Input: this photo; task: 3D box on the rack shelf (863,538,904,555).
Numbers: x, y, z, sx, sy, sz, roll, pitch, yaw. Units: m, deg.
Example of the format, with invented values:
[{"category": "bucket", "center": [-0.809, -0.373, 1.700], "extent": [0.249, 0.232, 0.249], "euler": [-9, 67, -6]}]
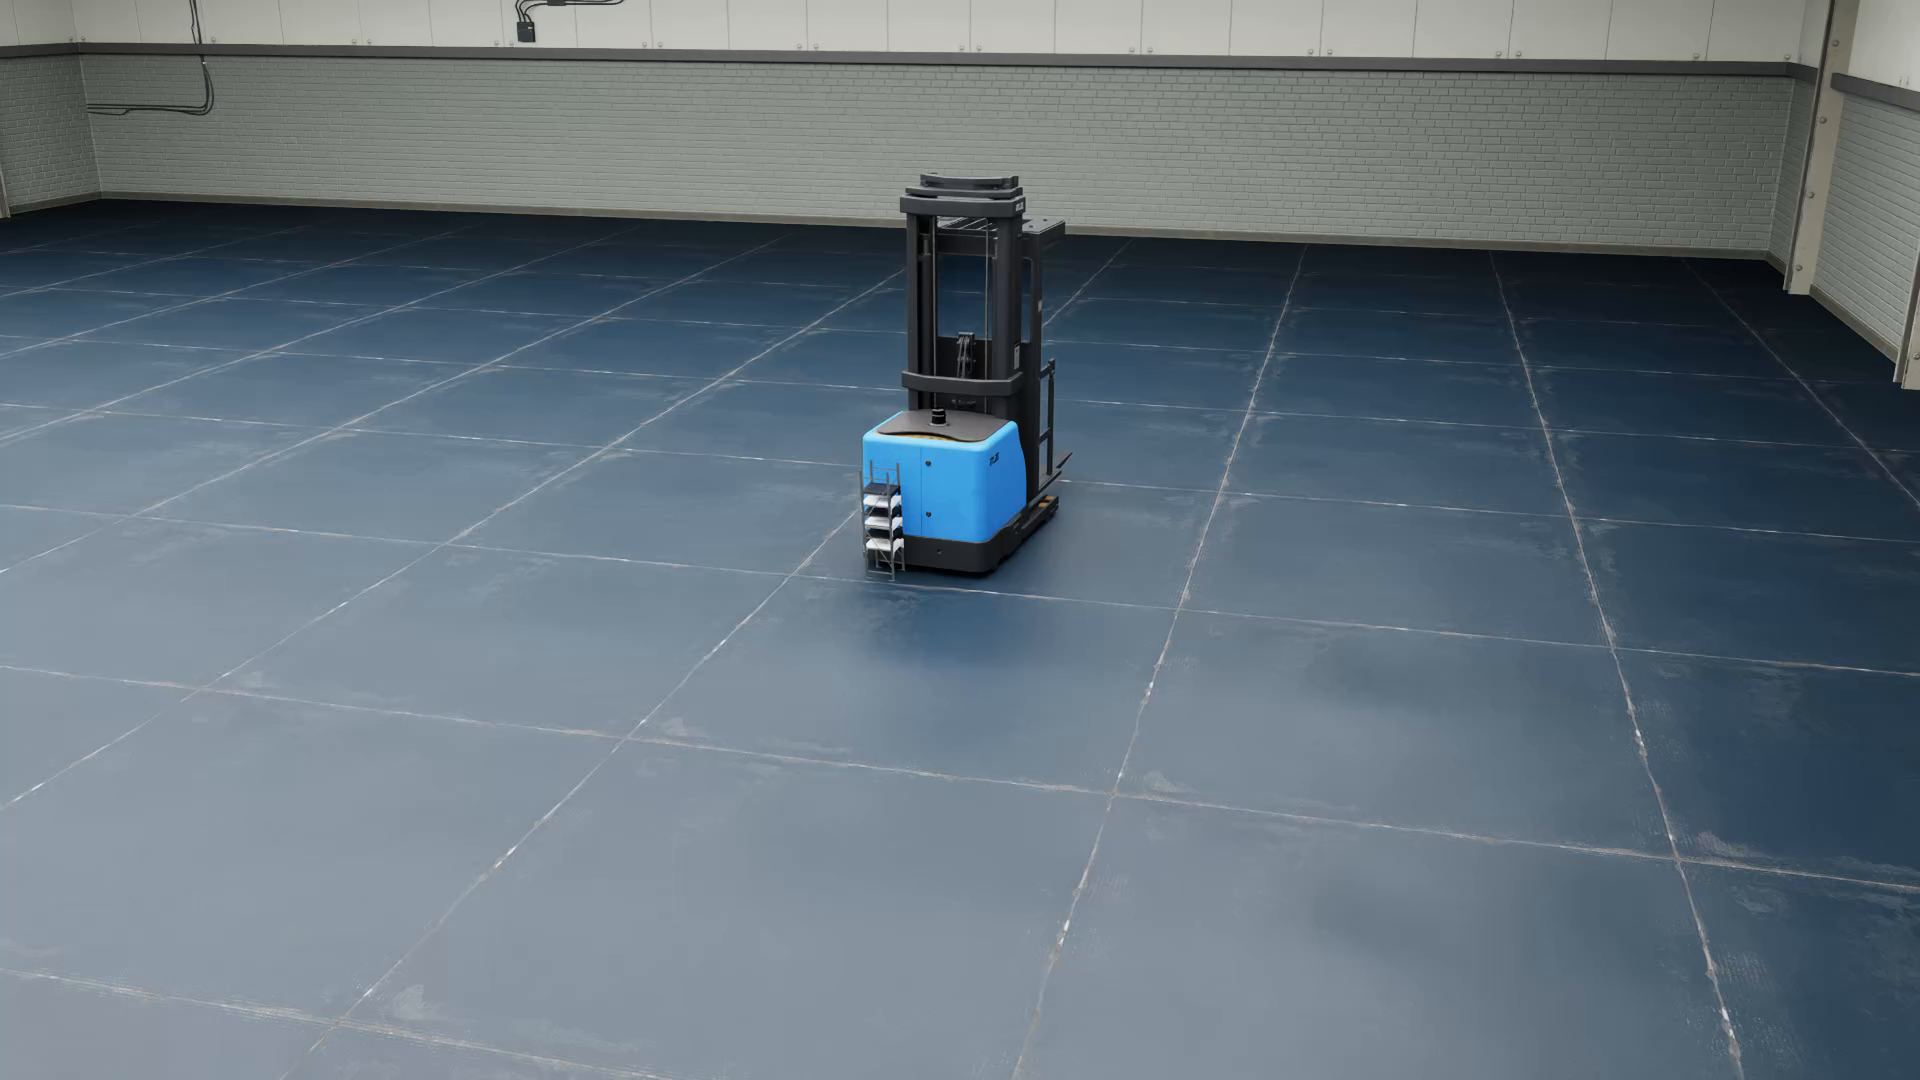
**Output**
[{"category": "rack shelf", "center": [-0.586, 0.049, 12.780], "extent": [0.258, 0.077, 0.200], "euler": [7, 26, 19]}]

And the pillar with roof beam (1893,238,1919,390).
[{"category": "pillar with roof beam", "center": [6.594, -6.344, 18.339], "extent": [9.100, 9.000, 0.400], "euler": [5, 19, 13]}]

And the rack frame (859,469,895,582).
[{"category": "rack frame", "center": [-0.628, -0.104, 12.605], "extent": [0.240, 0.900, 0.006], "euler": [7, 26, 19]}]

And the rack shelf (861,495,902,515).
[{"category": "rack shelf", "center": [-0.598, -0.278, 12.632], "extent": [0.258, 0.077, 0.200], "euler": [7, 26, 19]}]

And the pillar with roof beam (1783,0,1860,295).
[{"category": "pillar with roof beam", "center": [8.060, -8.225, 23.845], "extent": [9.100, 9.000, 0.400], "euler": [5, 19, 13]}]

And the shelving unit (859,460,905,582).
[{"category": "shelving unit", "center": [-0.593, -0.145, 12.692], "extent": [0.258, 0.900, 0.210], "euler": [7, 26, 19]}]

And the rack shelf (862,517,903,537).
[{"category": "rack shelf", "center": [-0.592, -0.114, 12.706], "extent": [0.258, 0.077, 0.200], "euler": [7, 26, 19]}]

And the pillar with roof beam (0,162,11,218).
[{"category": "pillar with roof beam", "center": [-14.136, -10.032, 29.137], "extent": [9.100, 9.000, 0.400], "euler": [5, 19, 13]}]

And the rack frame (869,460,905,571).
[{"category": "rack frame", "center": [-0.558, -0.185, 12.779], "extent": [0.240, 0.900, 0.006], "euler": [7, 26, 19]}]

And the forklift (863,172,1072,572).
[{"category": "forklift", "center": [0.212, -1.578, 13.773], "extent": [1.130, 2.935, 3.031], "euler": [7, 20, 19]}]

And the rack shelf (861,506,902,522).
[{"category": "rack shelf", "center": [-0.595, -0.196, 12.669], "extent": [0.258, 0.077, 0.200], "euler": [7, 26, 19]}]

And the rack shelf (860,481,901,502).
[{"category": "rack shelf", "center": [-0.601, -0.360, 12.595], "extent": [0.258, 0.077, 0.200], "euler": [7, 26, 19]}]

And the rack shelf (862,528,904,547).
[{"category": "rack shelf", "center": [-0.589, -0.032, 12.743], "extent": [0.258, 0.077, 0.200], "euler": [7, 26, 19]}]

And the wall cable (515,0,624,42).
[{"category": "wall cable", "center": [-7.107, -12.046, 29.771], "extent": [2.305, 6.003, 0.169], "euler": [5, 19, 13]}]

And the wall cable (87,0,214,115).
[{"category": "wall cable", "center": [-16.308, -9.722, 33.032], "extent": [3.097, 2.526, 0.112], "euler": [5, 19, 13]}]
